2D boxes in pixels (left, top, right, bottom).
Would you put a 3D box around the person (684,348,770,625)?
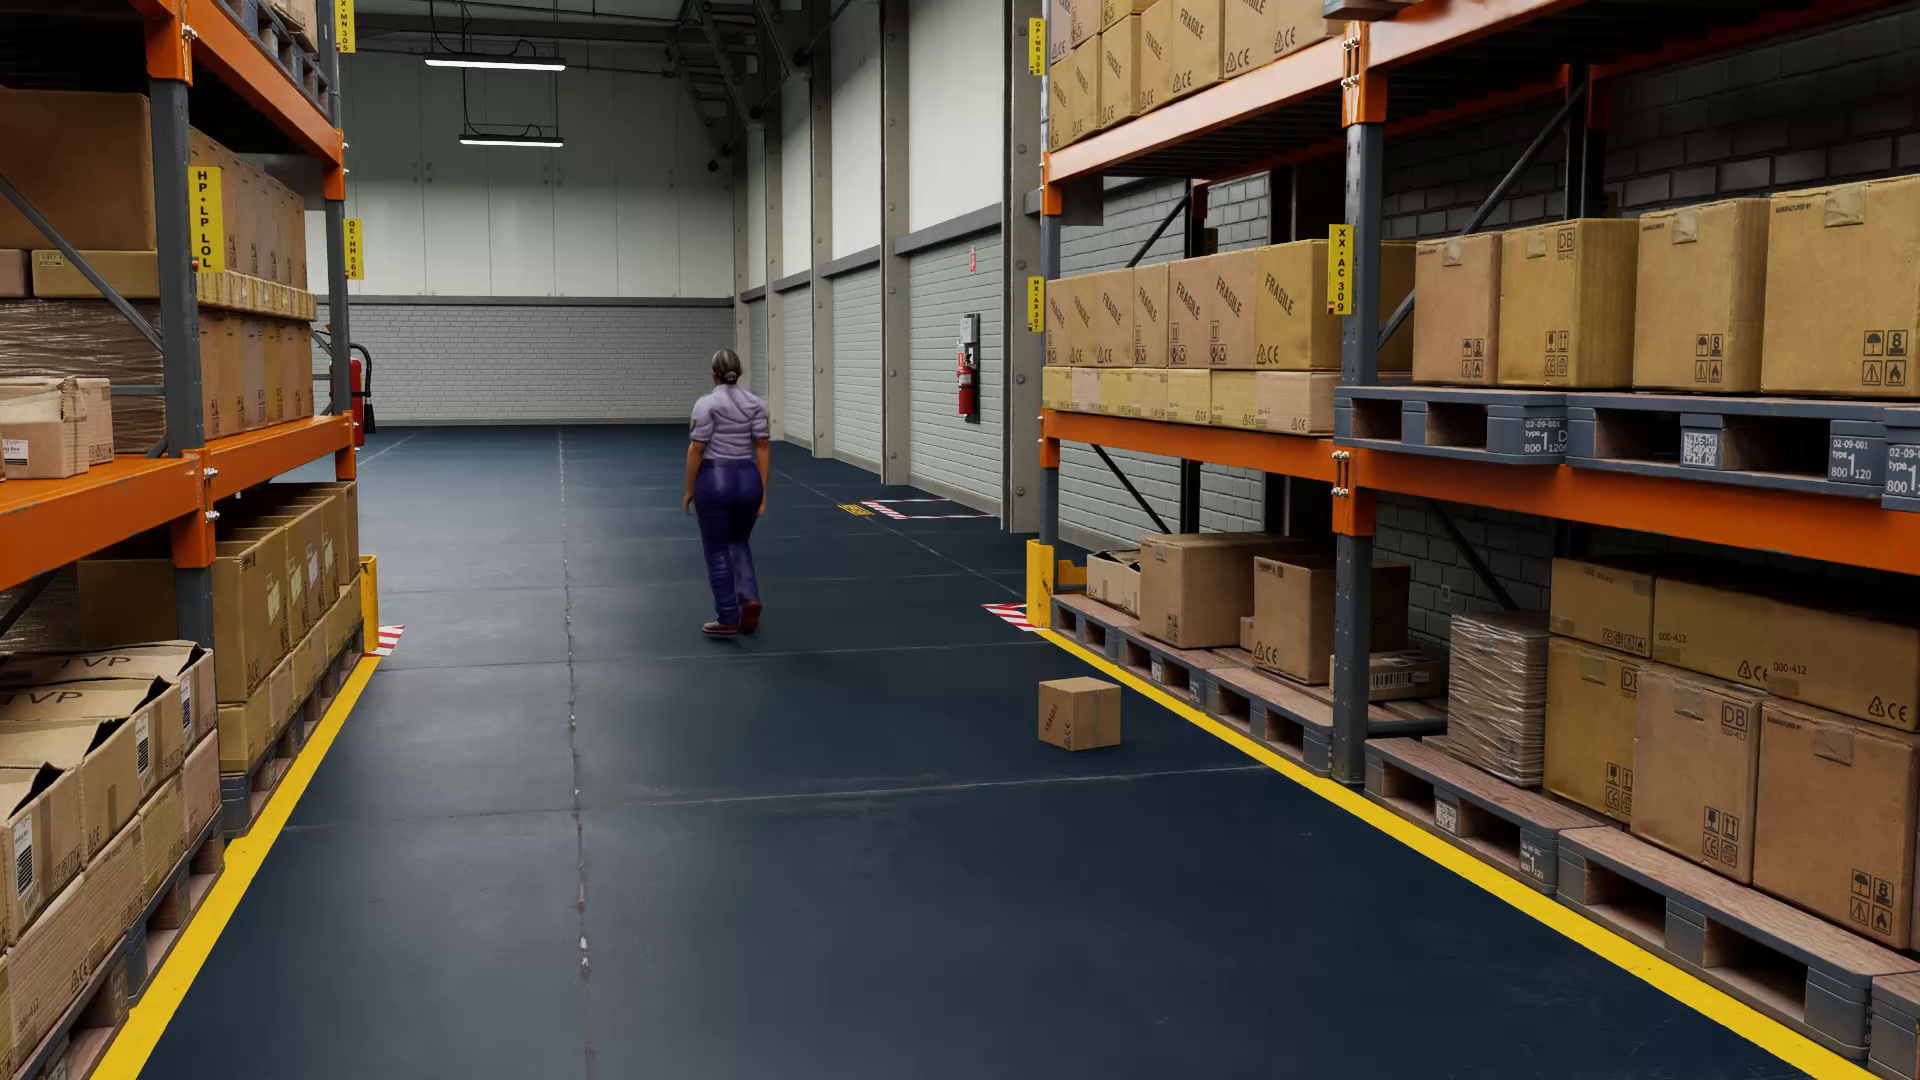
[{"bbox_3d":[-1.372,-0.316,9.589,0.475,1.566,0.424,-5,8,-37],"label":"person"}]
